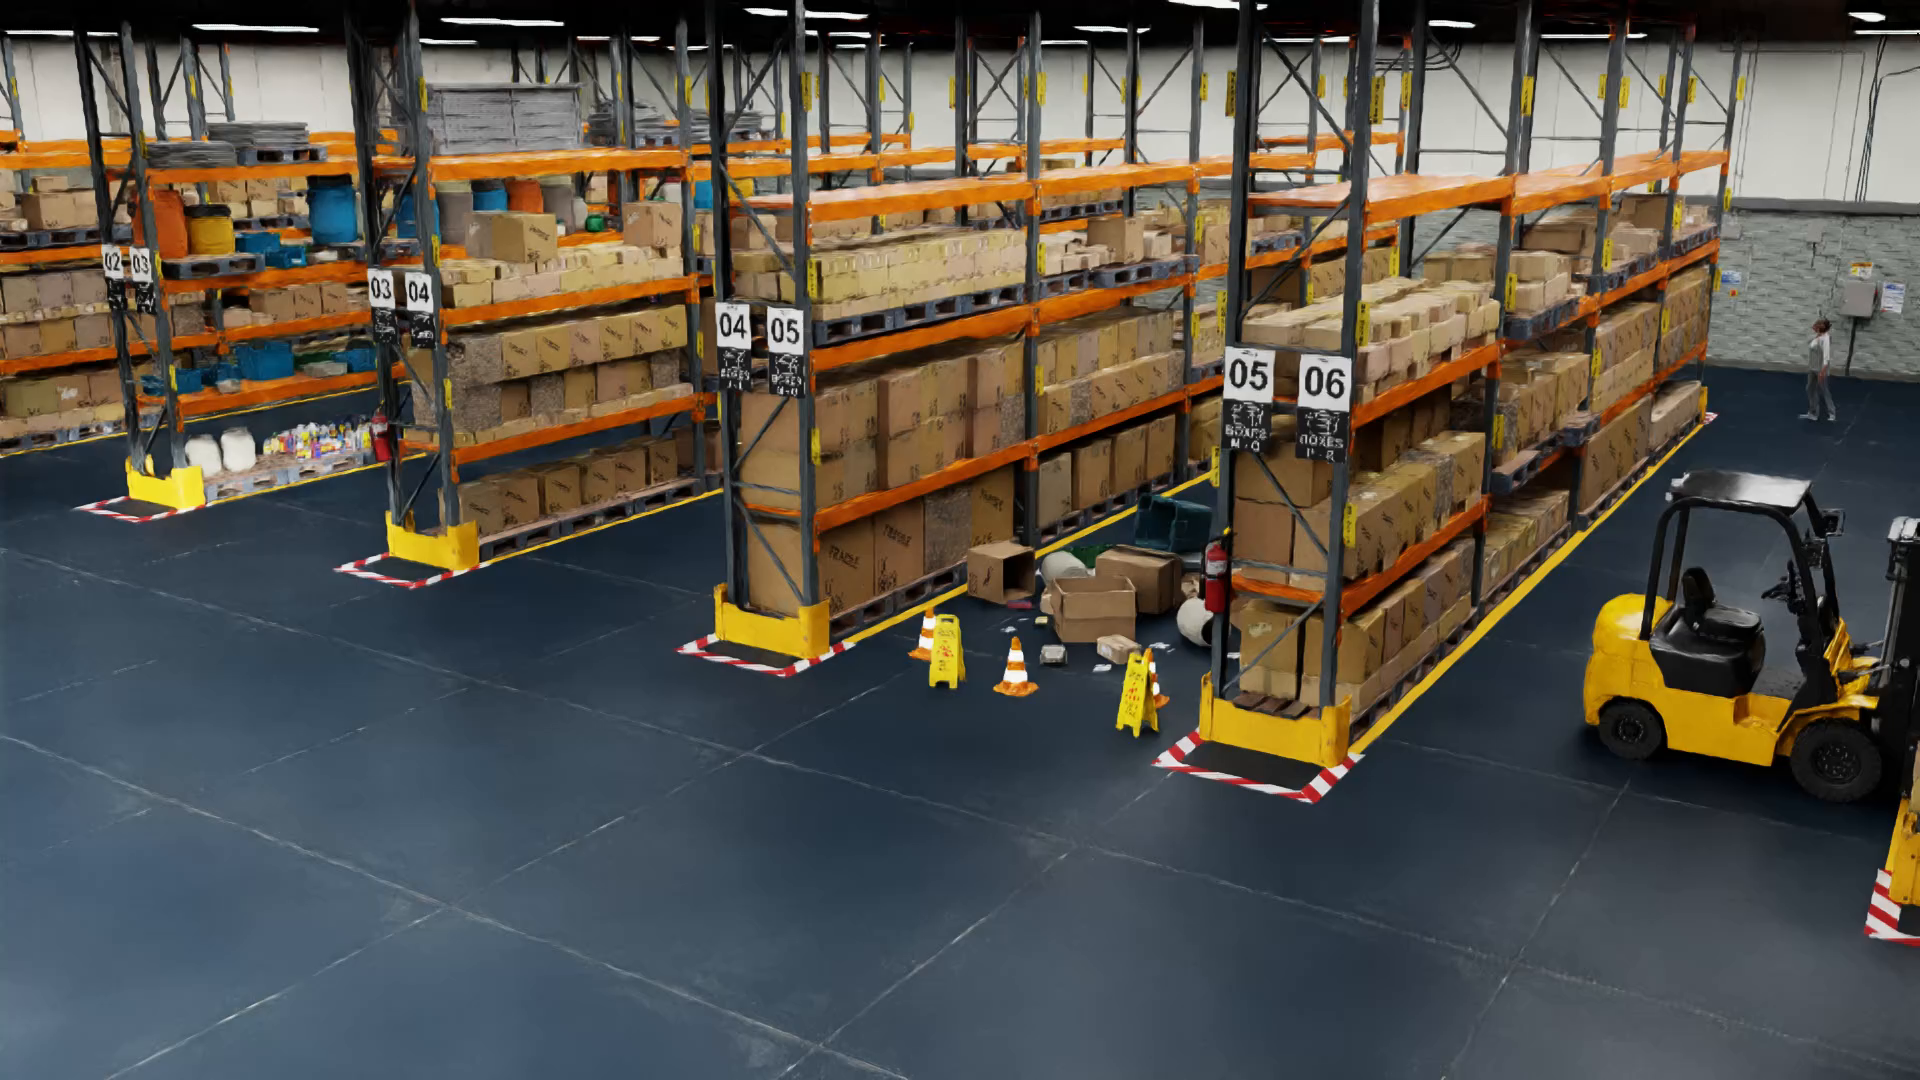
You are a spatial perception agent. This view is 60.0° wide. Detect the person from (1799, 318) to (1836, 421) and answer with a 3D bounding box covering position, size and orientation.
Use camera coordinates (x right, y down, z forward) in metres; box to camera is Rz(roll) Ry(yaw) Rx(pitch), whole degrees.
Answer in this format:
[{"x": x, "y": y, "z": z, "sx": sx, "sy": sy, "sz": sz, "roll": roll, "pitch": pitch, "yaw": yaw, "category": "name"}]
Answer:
[{"x": 13.389, "y": -2.637, "z": 25.764, "sx": 0.483, "sy": 1.587, "sz": 0.513, "roll": 2, "pitch": 16, "yaw": 7, "category": "person"}]
